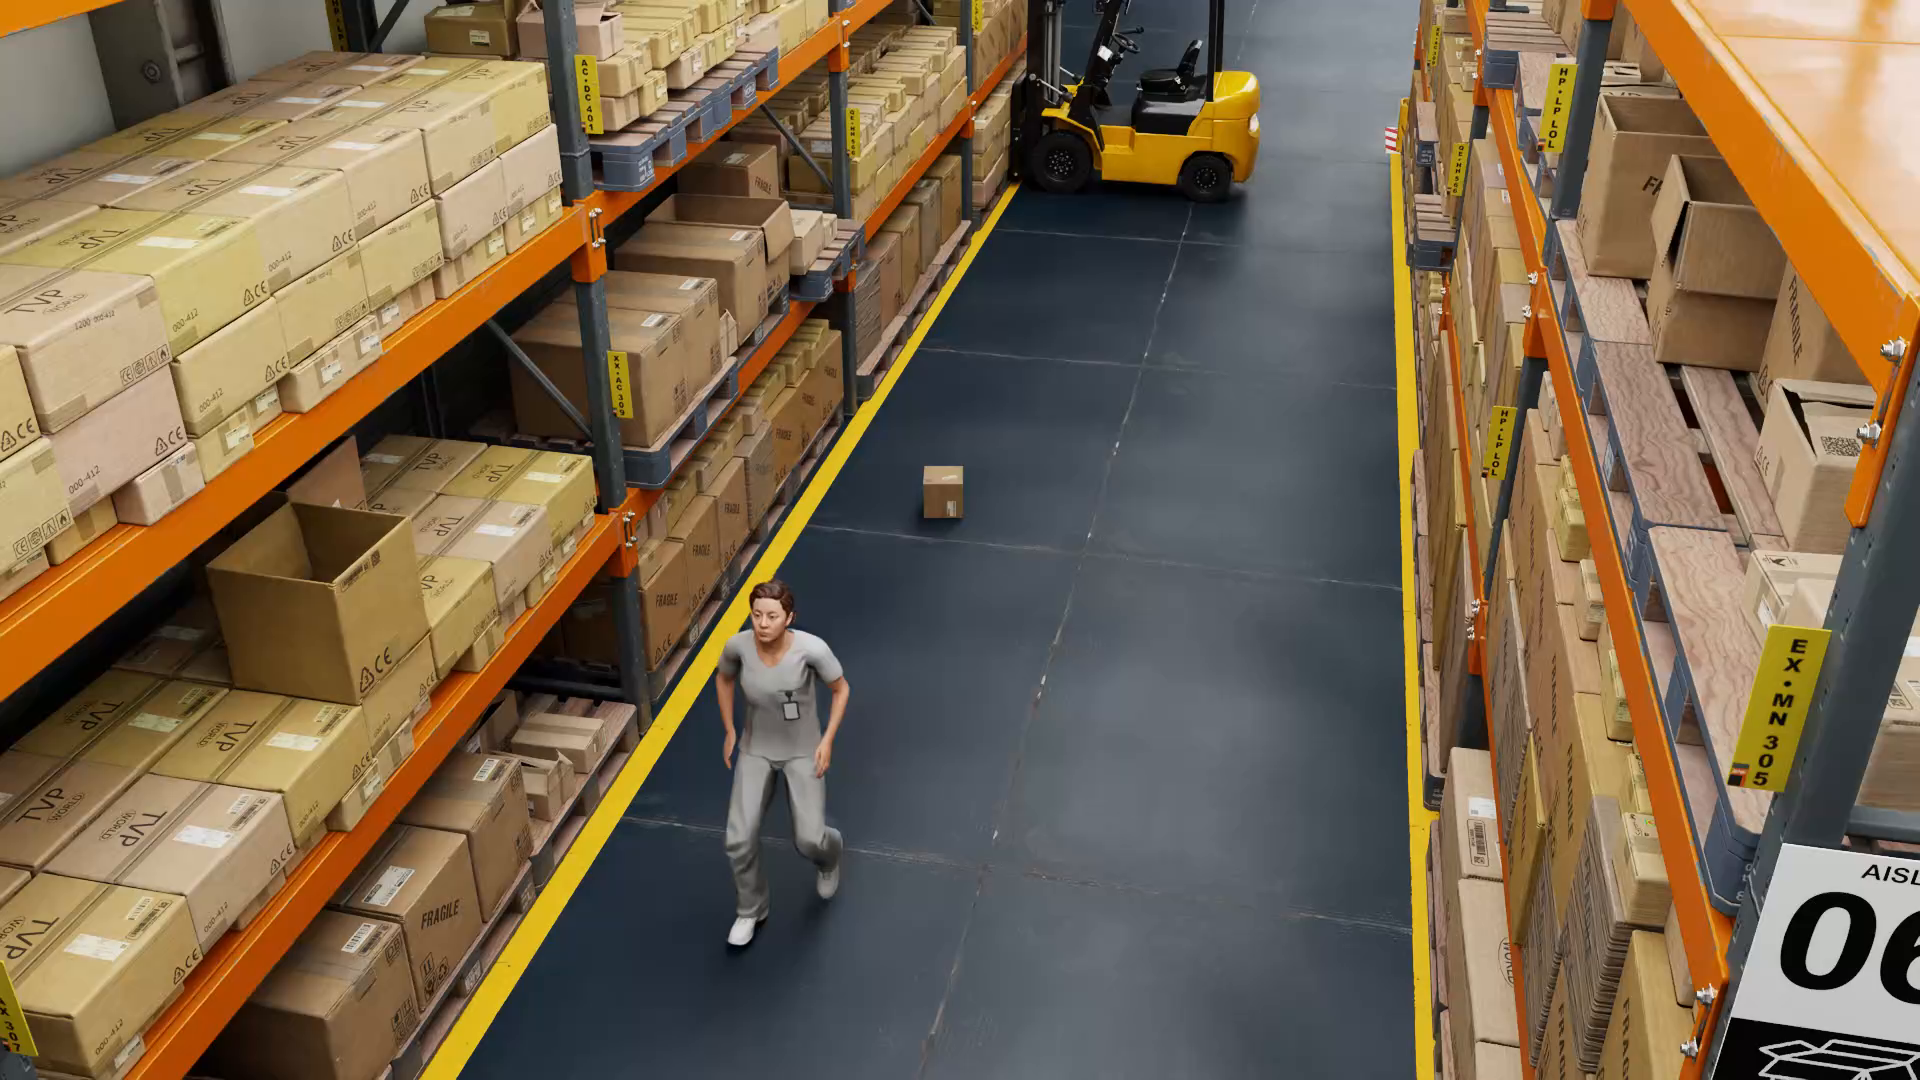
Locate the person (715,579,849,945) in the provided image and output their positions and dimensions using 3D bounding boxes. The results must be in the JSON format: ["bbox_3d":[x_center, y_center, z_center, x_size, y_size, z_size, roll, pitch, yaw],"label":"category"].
[{"bbox_3d":[-0.774,0.935,6.998,0.585,1.562,0.625,2,29,4],"label":"person"}]
